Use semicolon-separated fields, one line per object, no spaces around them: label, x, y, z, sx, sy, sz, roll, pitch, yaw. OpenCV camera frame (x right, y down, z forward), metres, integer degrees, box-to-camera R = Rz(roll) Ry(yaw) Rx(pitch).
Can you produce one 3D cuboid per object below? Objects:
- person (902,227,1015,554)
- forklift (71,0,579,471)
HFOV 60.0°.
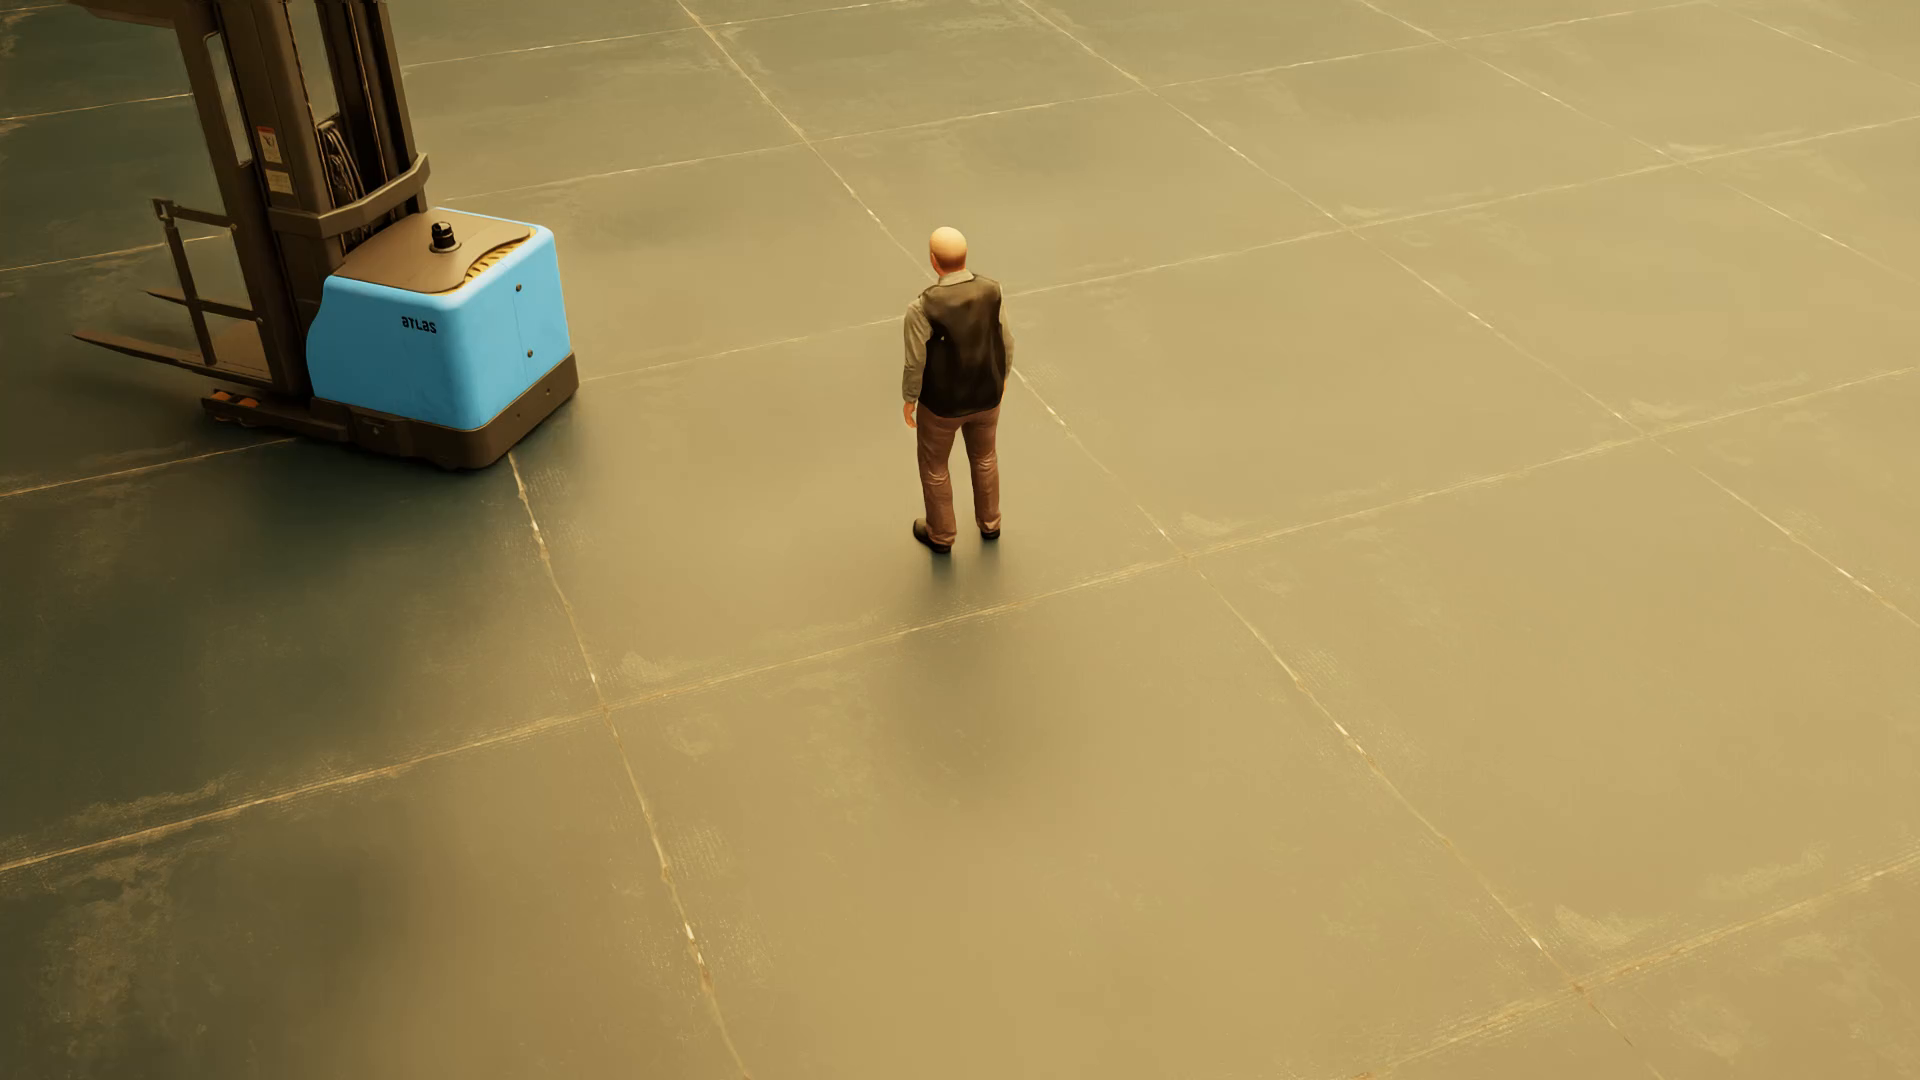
person;-0.010;-0.701;8.130;0.580;1.720;0.422;-15;38;-20
forklift;-3.808;-2.109;9.064;3.031;2.935;1.130;13;37;17
